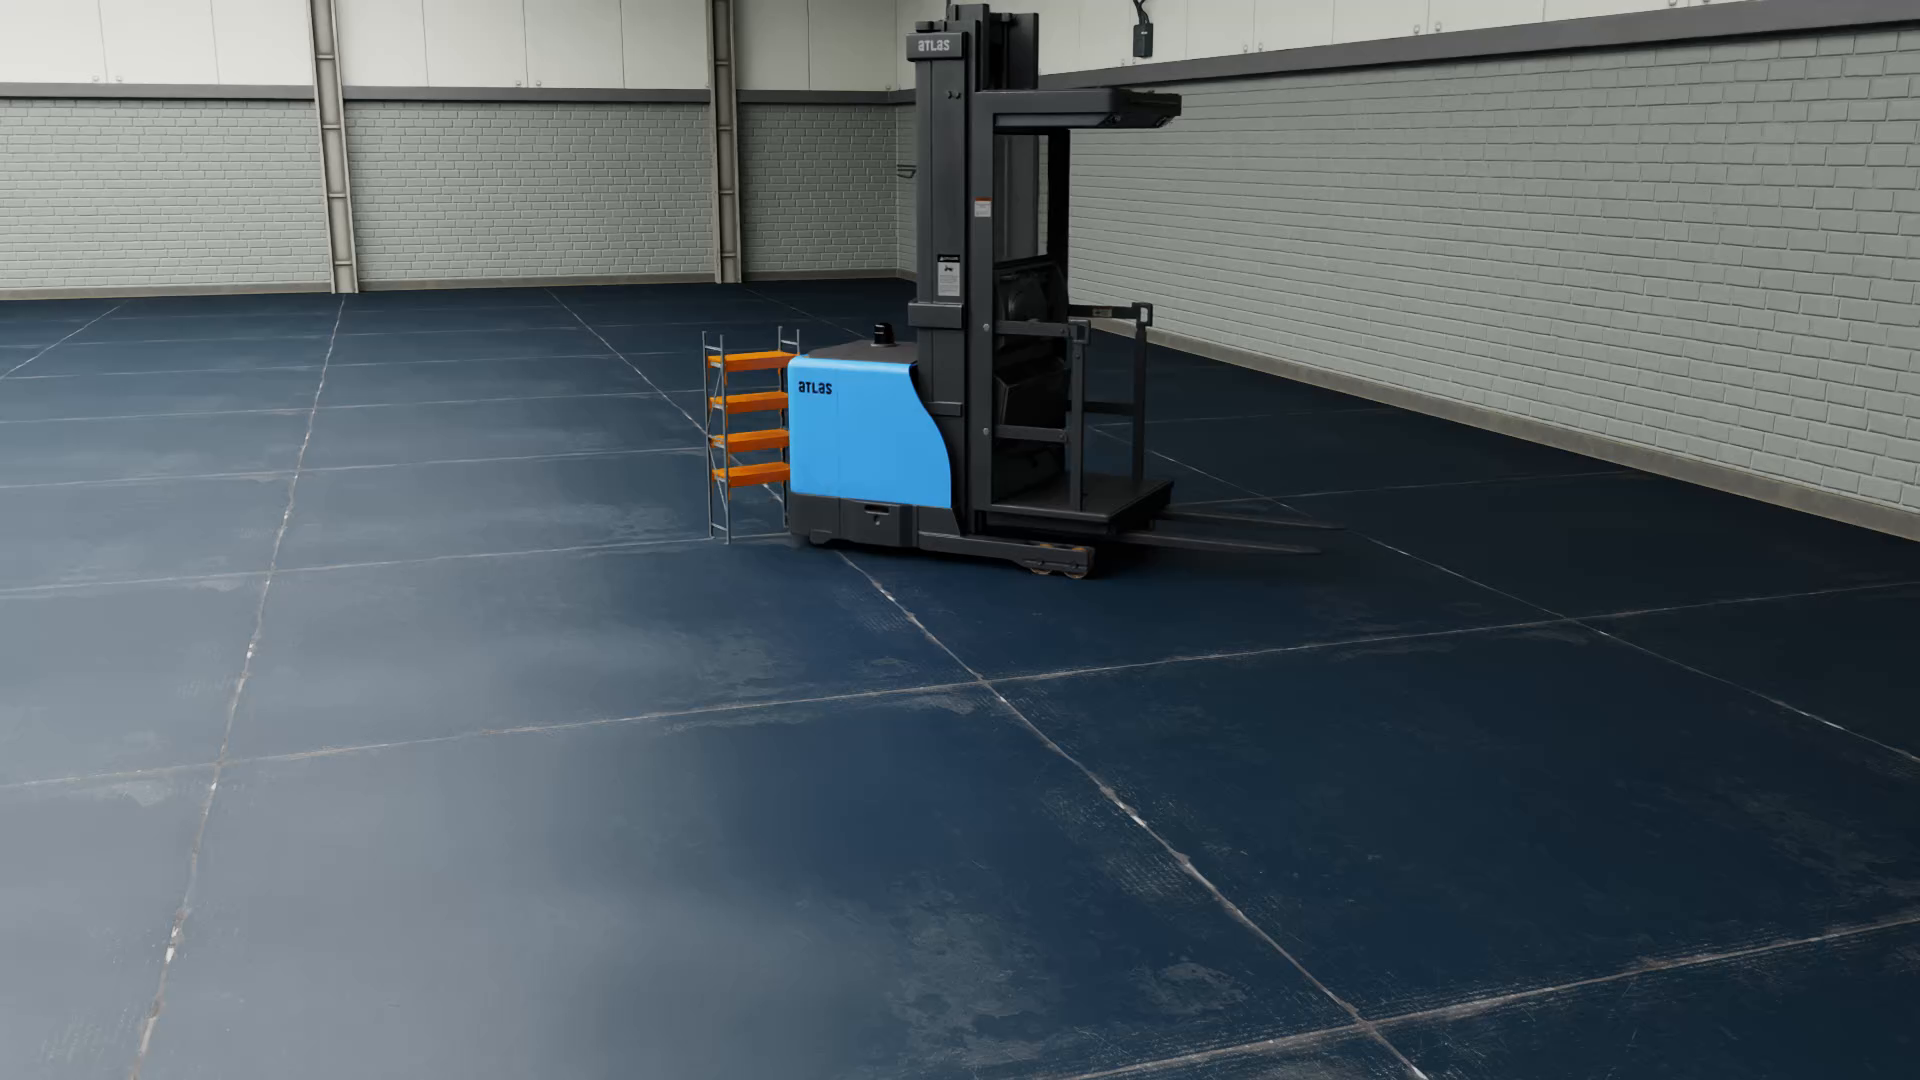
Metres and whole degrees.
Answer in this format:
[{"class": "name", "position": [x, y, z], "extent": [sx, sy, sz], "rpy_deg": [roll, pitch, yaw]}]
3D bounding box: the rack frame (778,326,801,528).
[{"class": "rack frame", "position": [-0.986, -0.641, 9.746], "extent": [0.015, 1.200, 0.240], "rpy_deg": [-9, 16, -34]}]

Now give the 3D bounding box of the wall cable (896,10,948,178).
[{"class": "wall cable", "position": [-0.645, -7.087, 26.700], "extent": [0.112, 2.526, 3.097], "rpy_deg": [-4, 14, -18]}]

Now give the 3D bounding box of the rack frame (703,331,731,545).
[{"class": "rack frame", "position": [-1.385, -0.577, 9.474], "extent": [0.015, 1.200, 0.240], "rpy_deg": [-9, 16, -34]}]

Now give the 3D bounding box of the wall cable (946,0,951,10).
[{"class": "wall cable", "position": [0.218, -8.951, 23.622], "extent": [0.112, 2.526, 3.097], "rpy_deg": [-4, 14, -18]}]

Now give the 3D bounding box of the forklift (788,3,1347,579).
[{"class": "forklift", "position": [0.578, -1.359, 9.022], "extent": [3.031, 2.935, 1.130], "rpy_deg": [6, 15, 24]}]

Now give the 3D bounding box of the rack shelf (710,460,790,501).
[{"class": "rack shelf", "position": [-1.186, -0.350, 9.672], "extent": [0.480, 0.148, 0.258], "rpy_deg": [-9, 16, -34]}]

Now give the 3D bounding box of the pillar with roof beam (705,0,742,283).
[{"class": "pillar with roof beam", "position": [-2.486, -7.726, 22.677], "extent": [0.400, 9.000, 9.100], "rpy_deg": [-4, 14, -18]}]

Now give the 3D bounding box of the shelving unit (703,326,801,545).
[{"class": "shelving unit", "position": [-1.186, -0.609, 9.610], "extent": [0.503, 1.200, 0.258], "rpy_deg": [-9, 16, -34]}]

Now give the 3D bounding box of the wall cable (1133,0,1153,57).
[{"class": "wall cable", "position": [2.368, -8.169, 17.189], "extent": [0.169, 6.003, 2.305], "rpy_deg": [-4, 14, -18]}]

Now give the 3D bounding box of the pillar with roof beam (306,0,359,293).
[{"class": "pillar with roof beam", "position": [-8.172, -7.283, 20.815], "extent": [0.400, 9.000, 9.100], "rpy_deg": [-4, 14, -18]}]

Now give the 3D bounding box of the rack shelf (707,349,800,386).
[{"class": "rack shelf", "position": [-1.186, -0.991, 9.519], "extent": [0.480, 0.148, 0.258], "rpy_deg": [-9, 16, -34]}]

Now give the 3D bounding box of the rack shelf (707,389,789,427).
[{"class": "rack shelf", "position": [-1.186, -0.761, 9.574], "extent": [0.480, 0.148, 0.258], "rpy_deg": [-9, 16, -34]}]

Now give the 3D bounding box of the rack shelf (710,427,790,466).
[{"class": "rack shelf", "position": [-1.186, -0.544, 9.626], "extent": [0.480, 0.148, 0.258], "rpy_deg": [-9, 16, -34]}]
